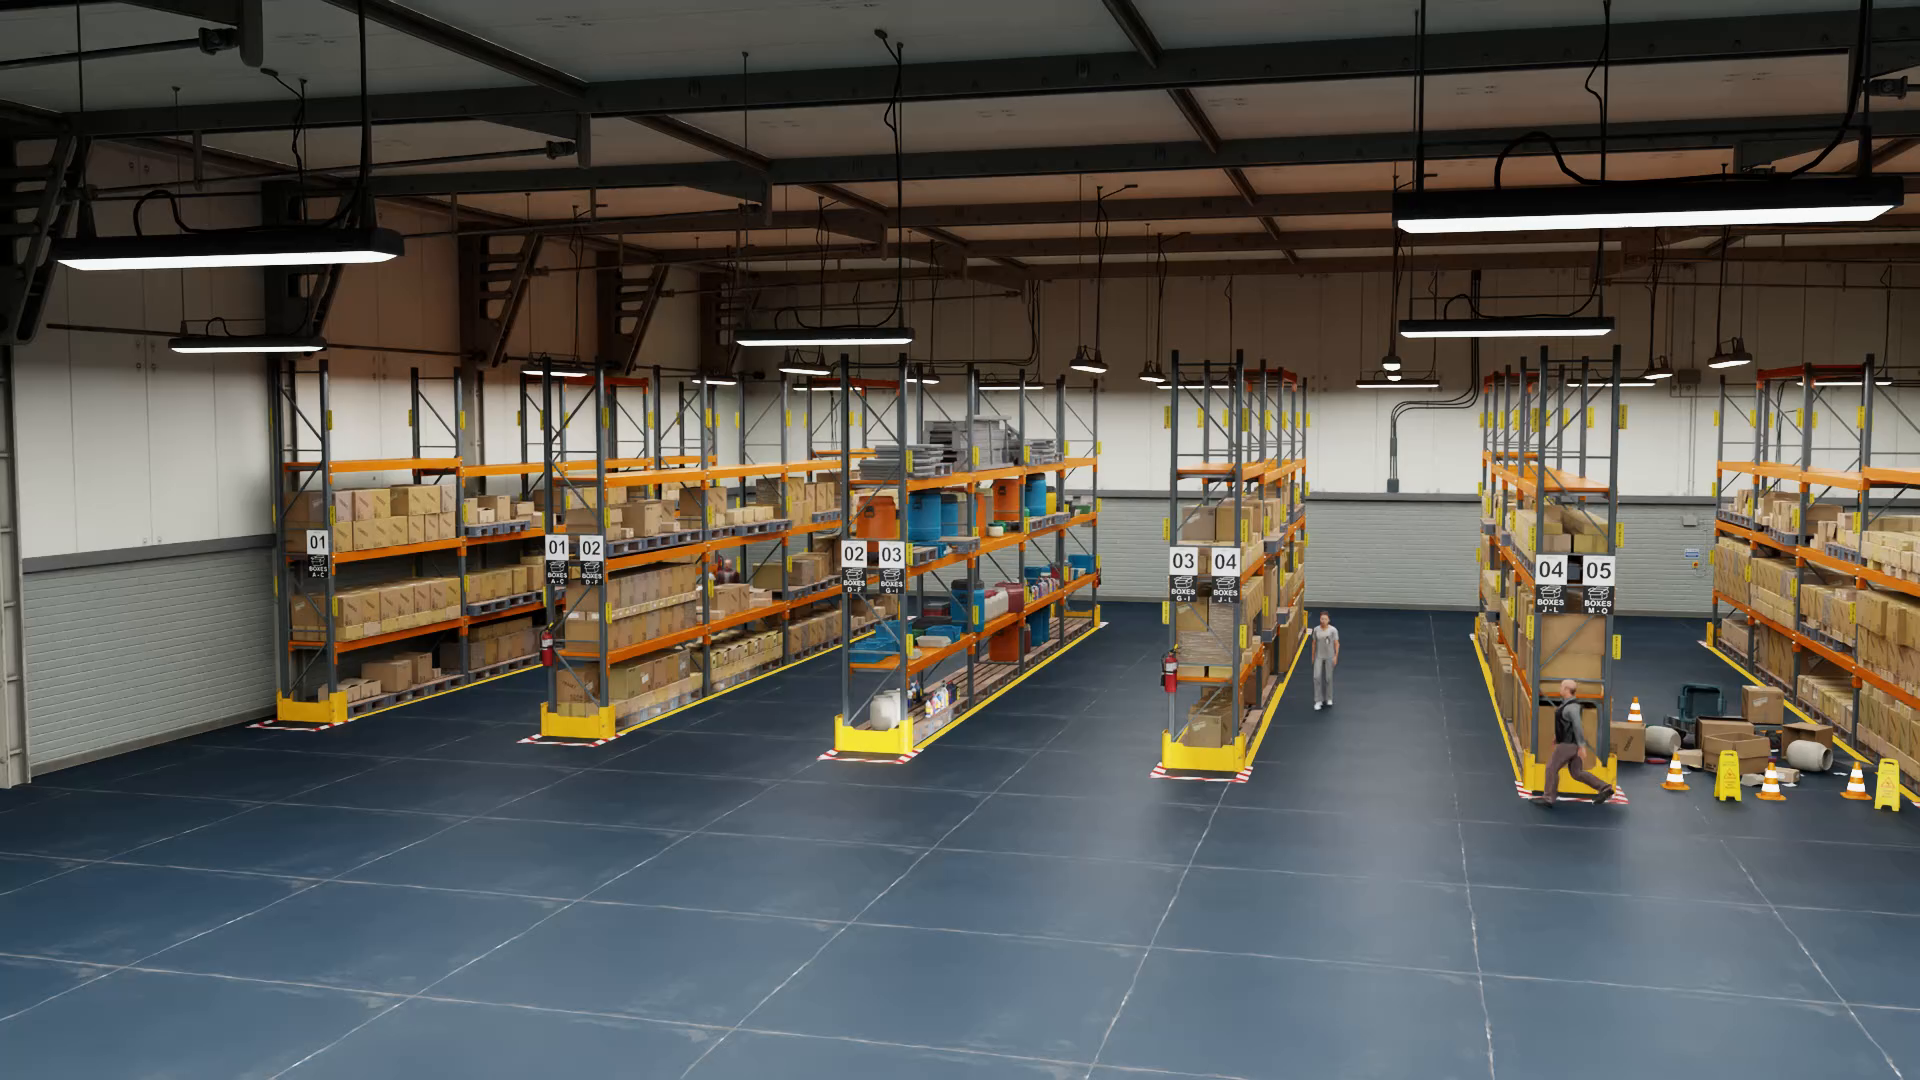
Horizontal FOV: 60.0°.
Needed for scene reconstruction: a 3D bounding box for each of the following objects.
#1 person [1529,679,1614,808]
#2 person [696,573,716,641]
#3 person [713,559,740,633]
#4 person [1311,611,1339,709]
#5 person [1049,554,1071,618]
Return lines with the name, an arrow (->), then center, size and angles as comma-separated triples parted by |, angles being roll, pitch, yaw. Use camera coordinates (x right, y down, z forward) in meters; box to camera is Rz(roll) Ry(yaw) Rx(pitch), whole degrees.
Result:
person -> 7.908, 2.627, 21.445 | 1.047, 1.670, 0.589 | 1, 4, 17
person -> -5.362, 1.584, 35.162 | 0.611, 1.761, 0.478 | 1, 4, 18
person -> -5.496, 1.315, 39.113 | 0.602, 1.716, 1.170 | 1, 4, 12
person -> 6.369, 2.088, 29.049 | 0.501, 1.699, 0.617 | 2, 5, 25
person -> 2.455, 1.141, 42.071 | 1.077, 1.608, 0.447 | -3, 5, -40
